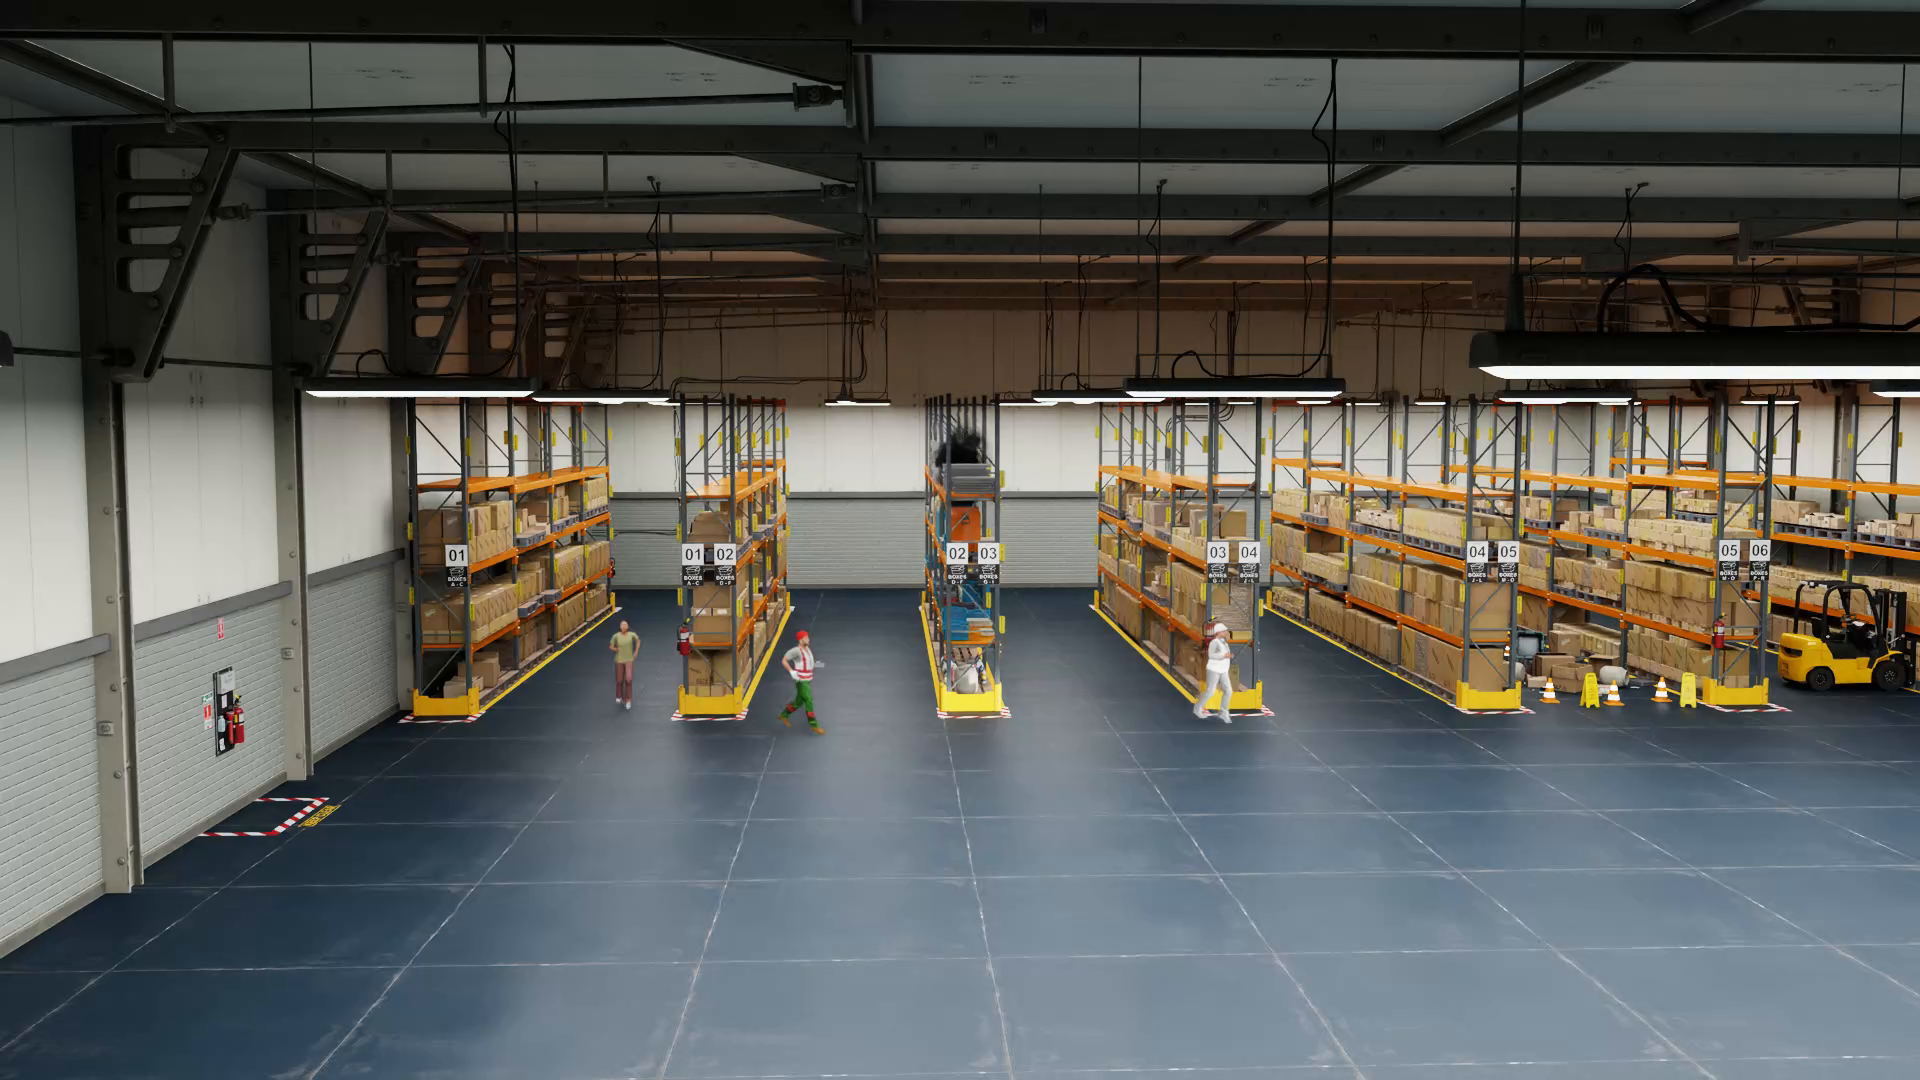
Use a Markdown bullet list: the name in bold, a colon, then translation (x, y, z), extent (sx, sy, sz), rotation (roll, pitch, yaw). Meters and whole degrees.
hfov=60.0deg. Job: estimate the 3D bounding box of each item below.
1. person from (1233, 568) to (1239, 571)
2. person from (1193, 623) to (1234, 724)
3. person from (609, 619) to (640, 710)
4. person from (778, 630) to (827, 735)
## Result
- **person**: translation (7.715, 1.242, 46.136), extent (0.695, 1.665, 0.586), rotation (0, 5, 2)
- **person**: translation (4.698, 2.437, 30.482), extent (0.765, 1.826, 0.569), rotation (4, 6, 39)
- **person**: translation (-6.429, 2.372, 31.892), extent (0.576, 1.730, 0.704), rotation (-1, 5, -7)
- **person**: translation (-2.767, 2.494, 29.338), extent (0.945, 1.807, 0.651), rotation (2, 5, 19)
